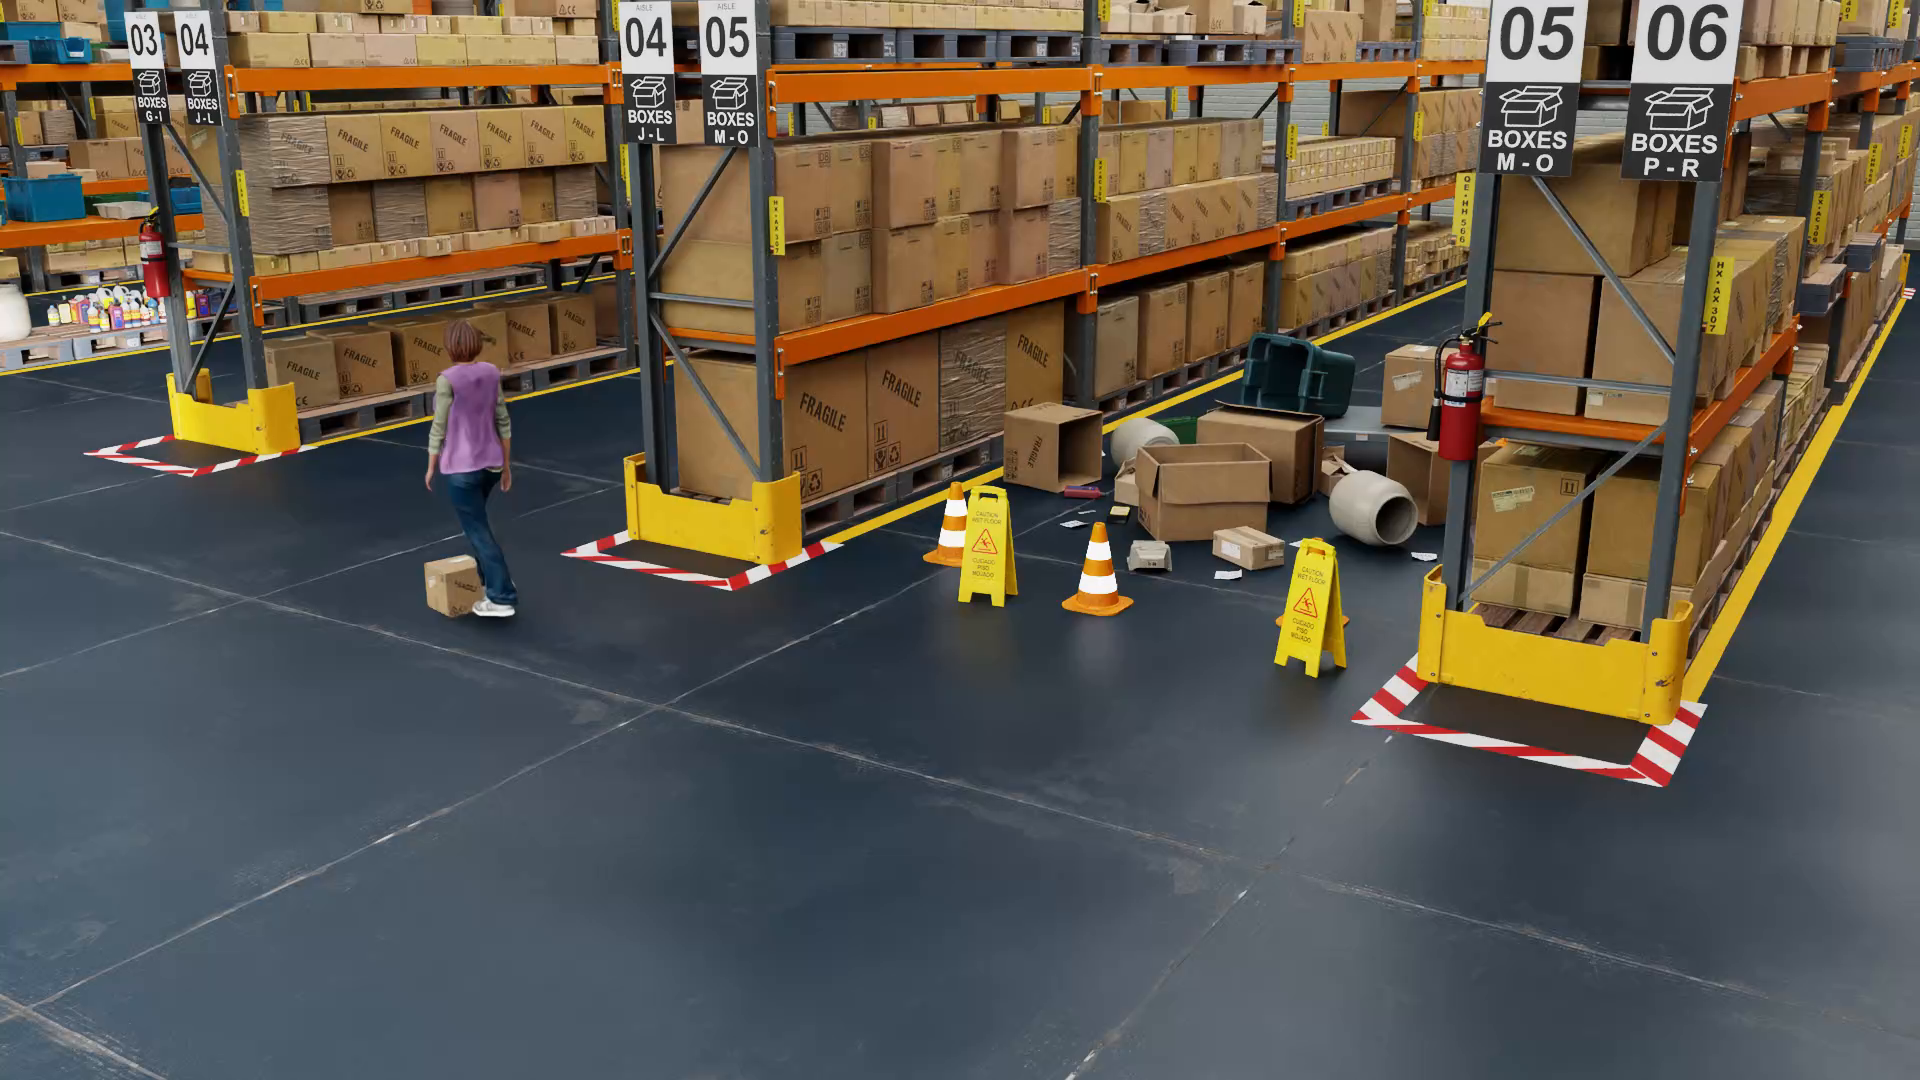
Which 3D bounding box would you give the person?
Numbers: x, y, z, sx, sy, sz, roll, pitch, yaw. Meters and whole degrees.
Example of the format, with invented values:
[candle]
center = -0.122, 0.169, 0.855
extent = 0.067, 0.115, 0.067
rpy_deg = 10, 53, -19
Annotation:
[person]
center = -2.563, -0.350, 8.732
extent = 0.485, 1.633, 0.406
rpy_deg = 11, 20, 32
